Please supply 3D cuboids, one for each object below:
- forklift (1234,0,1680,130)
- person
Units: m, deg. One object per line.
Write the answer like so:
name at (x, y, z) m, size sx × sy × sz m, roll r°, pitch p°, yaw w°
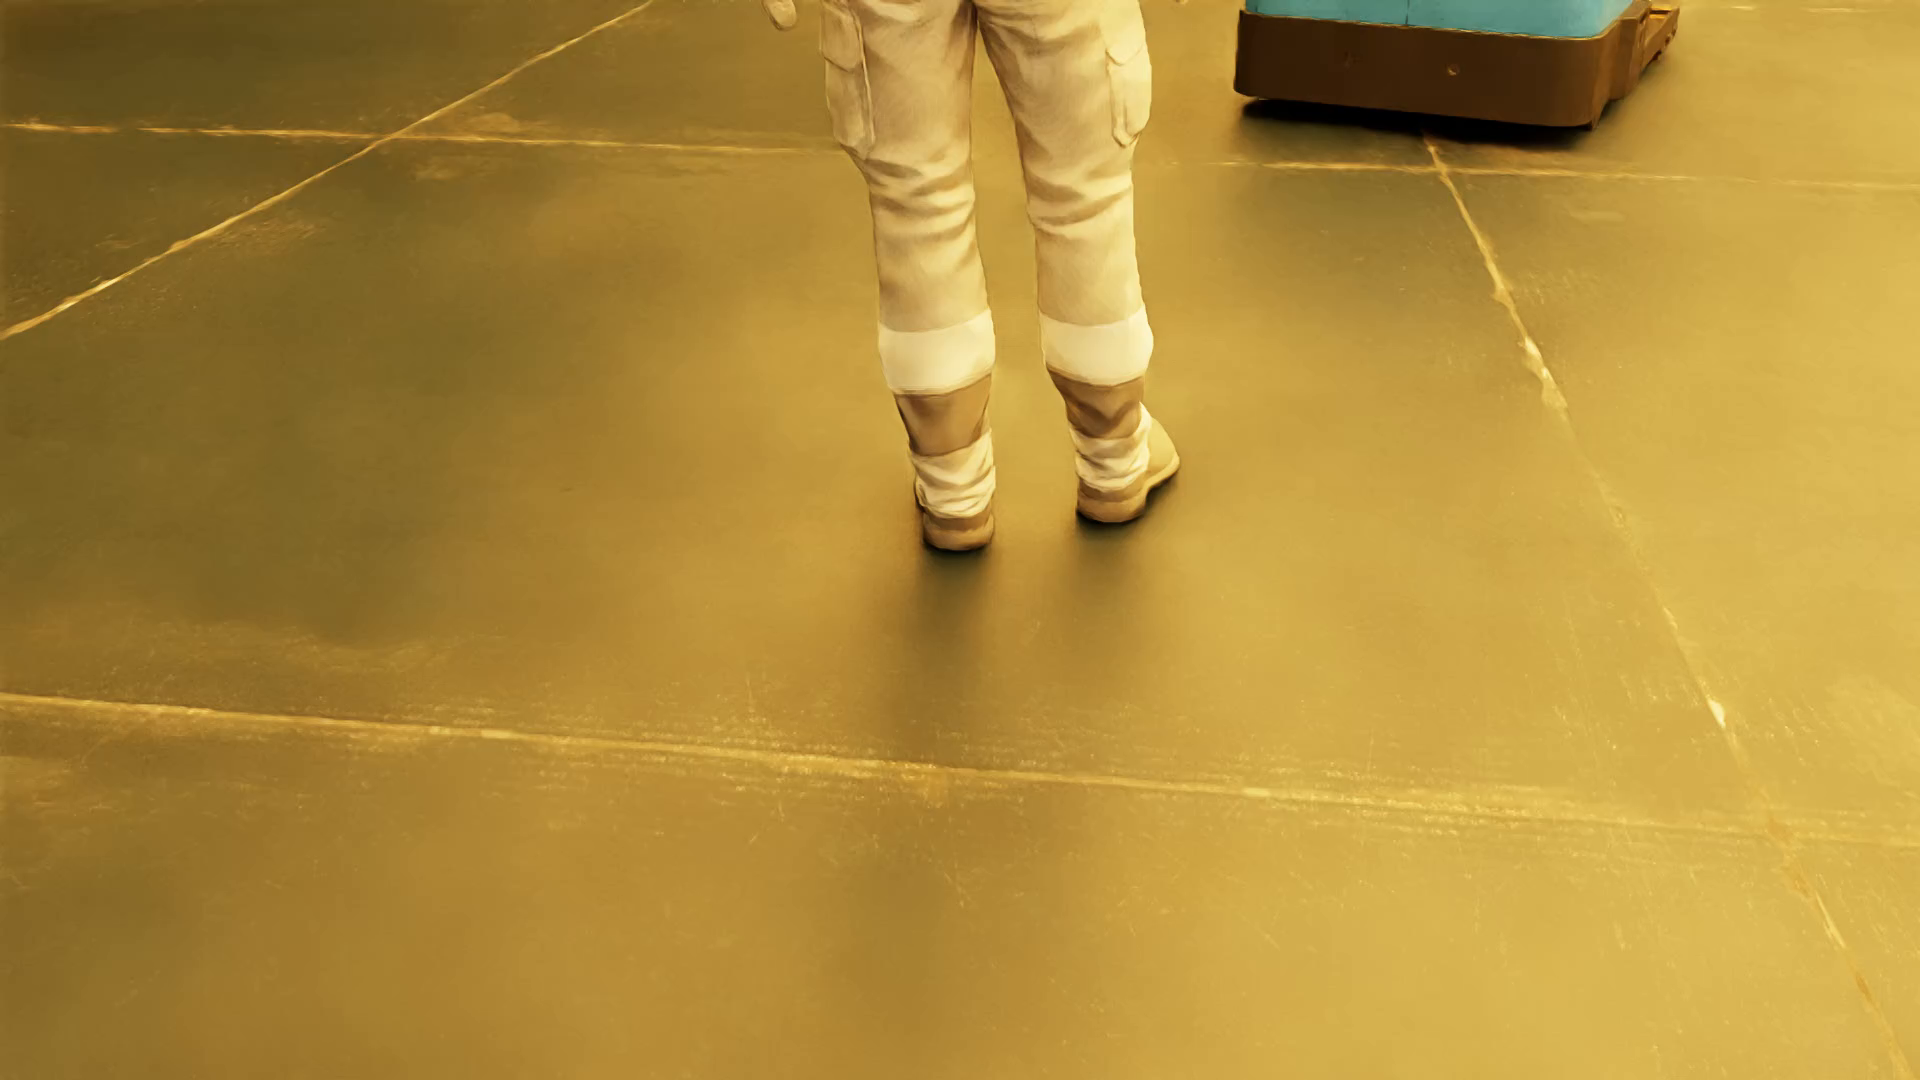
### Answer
forklift at (1.971, -3.096, 5.423) m, size 1.130 × 2.935 × 3.031 m, roll 13°, pitch 29°, yaw 24°
person at (0.022, -0.842, 2.168) m, size 0.637 × 1.787 × 0.563 m, roll 3°, pitch 27°, yaw 7°
